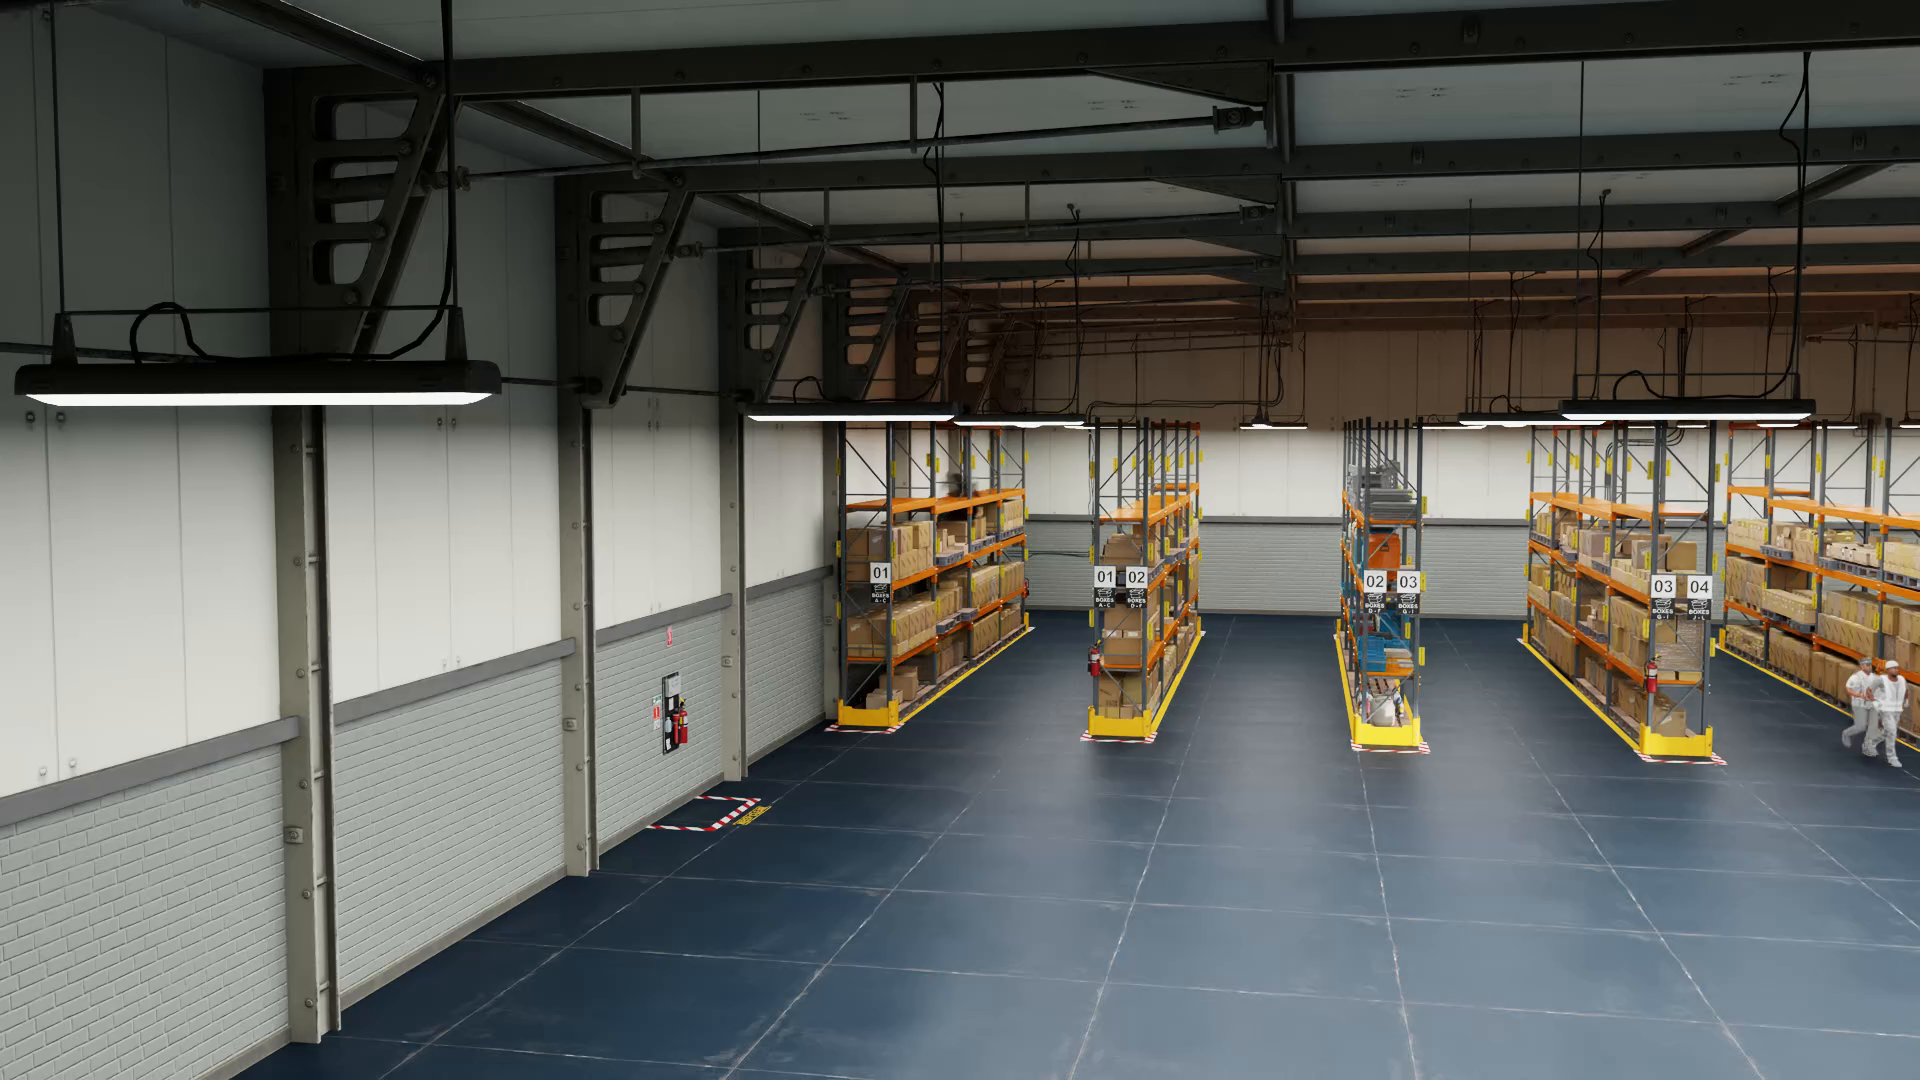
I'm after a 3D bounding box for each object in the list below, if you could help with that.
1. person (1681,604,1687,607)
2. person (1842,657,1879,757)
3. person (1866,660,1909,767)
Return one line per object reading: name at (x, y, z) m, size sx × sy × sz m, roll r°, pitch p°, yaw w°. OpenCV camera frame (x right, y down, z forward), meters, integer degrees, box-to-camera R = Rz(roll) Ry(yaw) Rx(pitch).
person at (19.224, 2.018, 44.825) m, size 0.926 × 1.643 × 0.727 m, roll -3°, pitch 5°, yaw -37°
person at (16.046, 2.932, 29.534) m, size 0.668 × 1.744 × 0.741 m, roll -1°, pitch 4°, yaw -9°
person at (16.038, 2.955, 28.723) m, size 0.692 × 1.786 × 0.912 m, roll -1°, pitch 4°, yaw -12°
